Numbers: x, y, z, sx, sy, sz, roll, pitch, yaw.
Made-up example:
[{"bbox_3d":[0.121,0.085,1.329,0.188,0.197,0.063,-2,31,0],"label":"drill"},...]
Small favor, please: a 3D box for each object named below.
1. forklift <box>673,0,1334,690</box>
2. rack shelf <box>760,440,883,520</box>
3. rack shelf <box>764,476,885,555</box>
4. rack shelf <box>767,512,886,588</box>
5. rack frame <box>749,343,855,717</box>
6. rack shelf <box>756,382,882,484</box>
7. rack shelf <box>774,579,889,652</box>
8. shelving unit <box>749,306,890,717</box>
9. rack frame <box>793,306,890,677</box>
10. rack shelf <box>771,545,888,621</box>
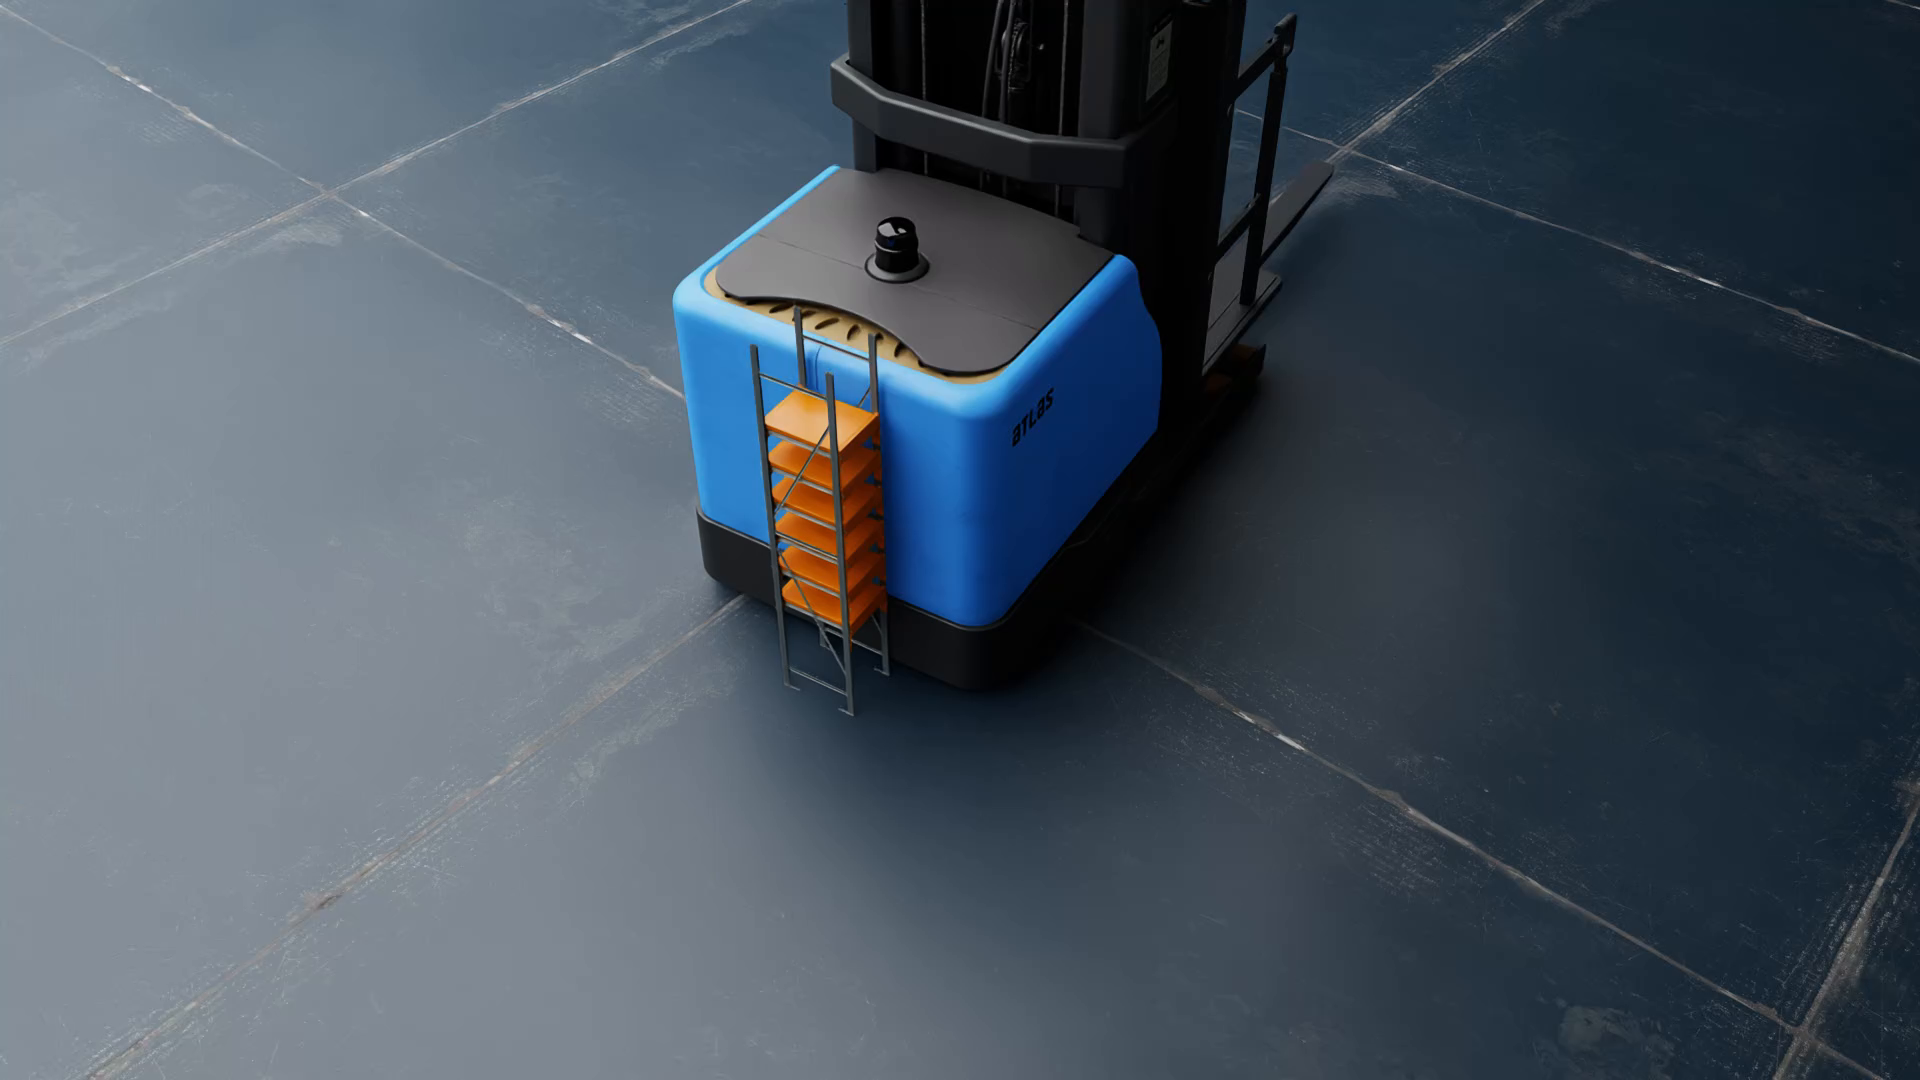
[{"bbox_3d":[0.407,-1.636,4.871,1.130,2.935,3.031,22,47,22],"label":"forklift"},{"bbox_3d":[-0.354,-0.183,4.268,0.258,0.103,0.180,22,47,22],"label":"rack shelf"},{"bbox_3d":[-0.354,-0.094,4.349,0.258,0.103,0.180,22,47,22],"label":"rack shelf"},{"bbox_3d":[-0.354,-0.005,4.430,0.258,0.103,0.180,22,47,22],"label":"rack shelf"},{"bbox_3d":[-0.401,0.015,4.342,0.240,1.200,0.006,22,47,22],"label":"rack frame"},{"bbox_3d":[-0.354,-0.271,4.188,0.258,0.103,0.180,22,47,22],"label":"rack shelf"},{"bbox_3d":[-0.354,0.173,4.591,0.258,0.103,0.180,22,47,22],"label":"rack shelf"},{"bbox_3d":[-0.354,-0.038,4.400,0.258,1.200,0.189,22,47,22],"label":"shelving unit"},{"bbox_3d":[-0.307,-0.091,4.458,0.240,1.200,0.006,22,47,22],"label":"rack frame"},{"bbox_3d":[-0.354,0.084,4.510,0.258,0.103,0.180,22,47,22],"label":"rack shelf"}]
